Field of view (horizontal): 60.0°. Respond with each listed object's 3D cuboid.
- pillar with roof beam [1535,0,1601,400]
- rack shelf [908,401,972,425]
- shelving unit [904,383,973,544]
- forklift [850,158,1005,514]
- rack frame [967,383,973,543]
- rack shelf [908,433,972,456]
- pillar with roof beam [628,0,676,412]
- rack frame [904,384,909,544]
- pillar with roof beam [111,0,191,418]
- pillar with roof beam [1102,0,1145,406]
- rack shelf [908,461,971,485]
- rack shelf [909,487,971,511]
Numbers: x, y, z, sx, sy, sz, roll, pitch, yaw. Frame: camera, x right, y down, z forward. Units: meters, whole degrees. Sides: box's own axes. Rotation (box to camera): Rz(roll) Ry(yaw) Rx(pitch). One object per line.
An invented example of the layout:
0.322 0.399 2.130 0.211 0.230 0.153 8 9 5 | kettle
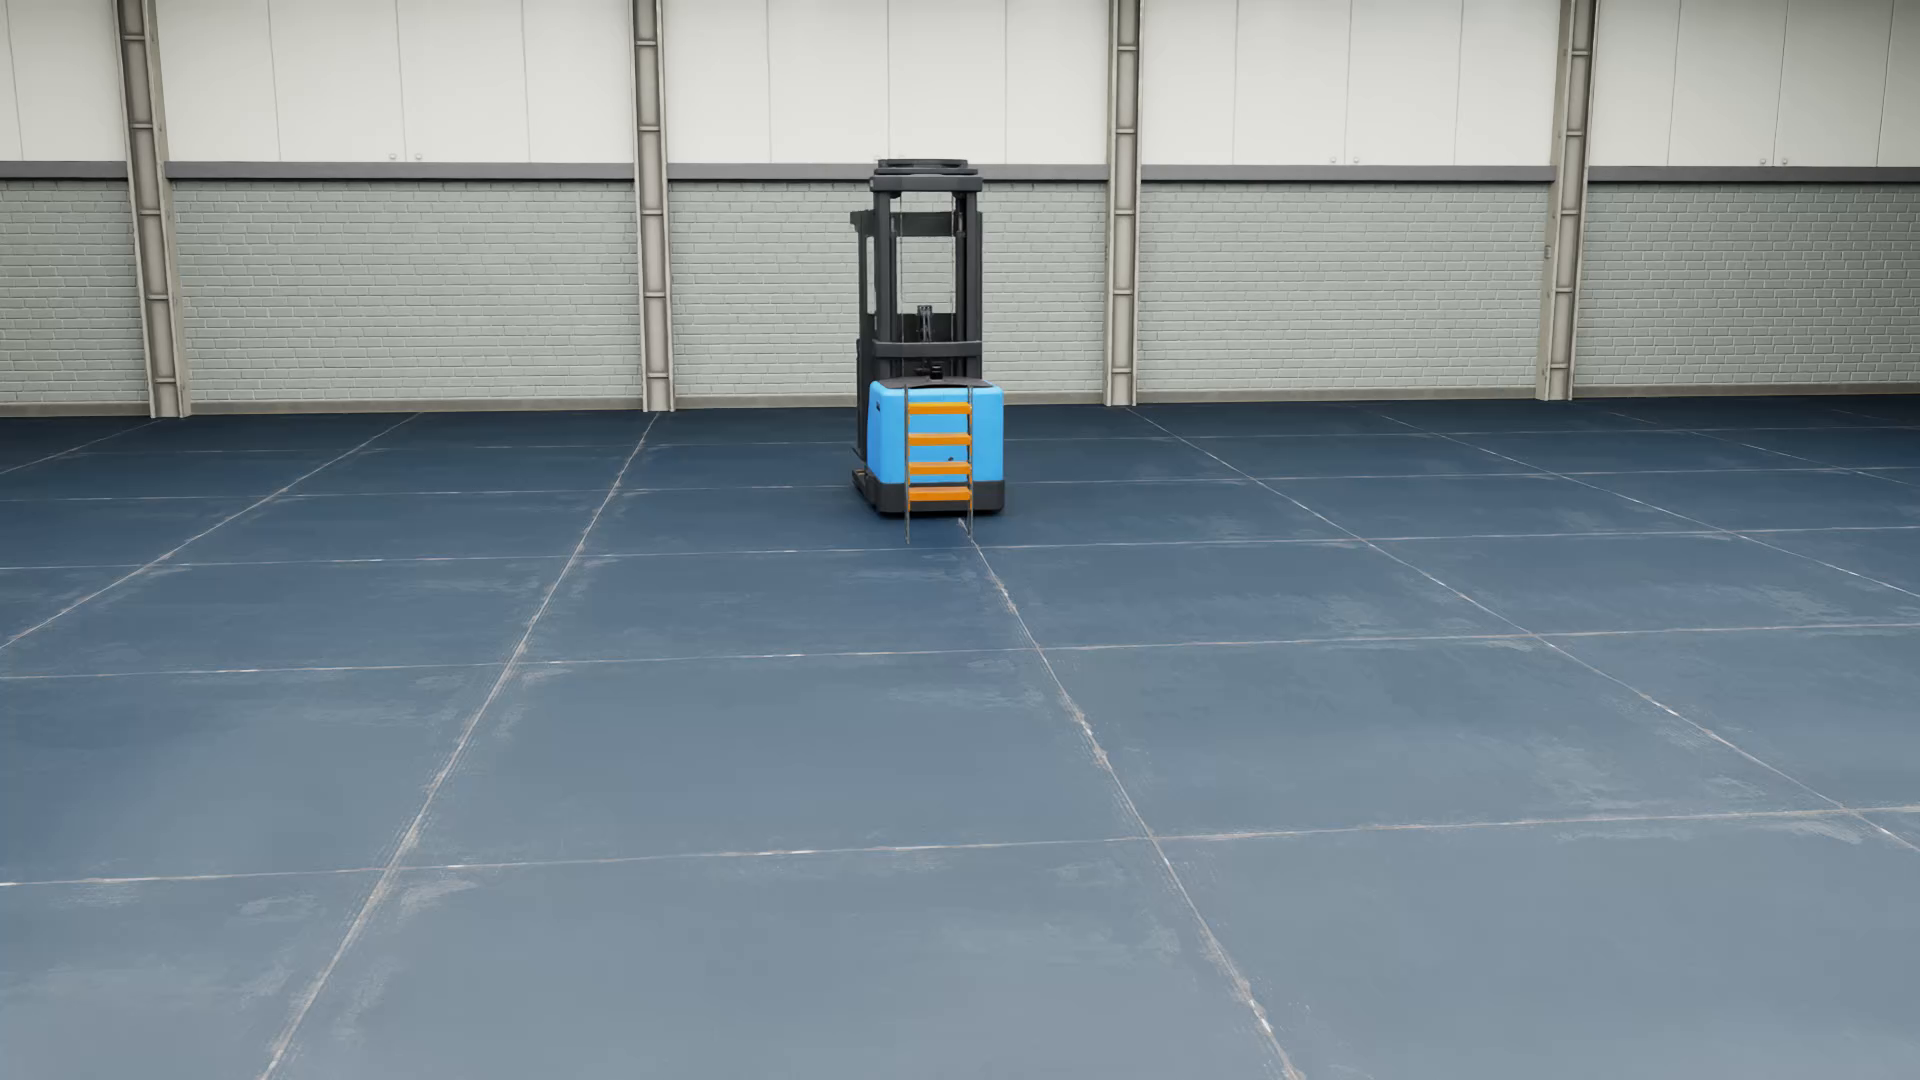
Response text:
8.536 -5.508 17.558 0.400 9.000 9.100 -1 11 -6 | pillar with roof beam
-0.165 -0.971 12.659 0.480 0.148 0.258 -1 11 -6 | rack shelf
-0.165 -0.585 12.735 0.503 1.200 0.258 -1 11 -6 | shelving unit
-0.388 -1.894 14.906 1.130 2.935 3.031 -2 11 -10 | forklift
0.078 -0.590 12.761 0.015 1.200 0.240 -1 11 -6 | rack frame
-0.165 -0.739 12.705 0.480 0.148 0.258 -1 11 -6 | rack shelf
-3.394 -5.258 16.286 0.400 9.000 9.100 -1 11 -6 | pillar with roof beam
-0.407 -0.580 12.709 0.015 1.200 0.240 -1 11 -6 | rack frame
-9.359 -5.133 15.650 0.400 9.000 9.100 -1 11 -6 | pillar with roof beam
2.571 -5.383 16.922 0.400 9.000 9.100 -1 11 -6 | pillar with roof beam
-0.165 -0.519 12.748 0.480 0.148 0.258 -1 11 -6 | rack shelf
-0.165 -0.324 12.786 0.480 0.148 0.258 -1 11 -6 | rack shelf
